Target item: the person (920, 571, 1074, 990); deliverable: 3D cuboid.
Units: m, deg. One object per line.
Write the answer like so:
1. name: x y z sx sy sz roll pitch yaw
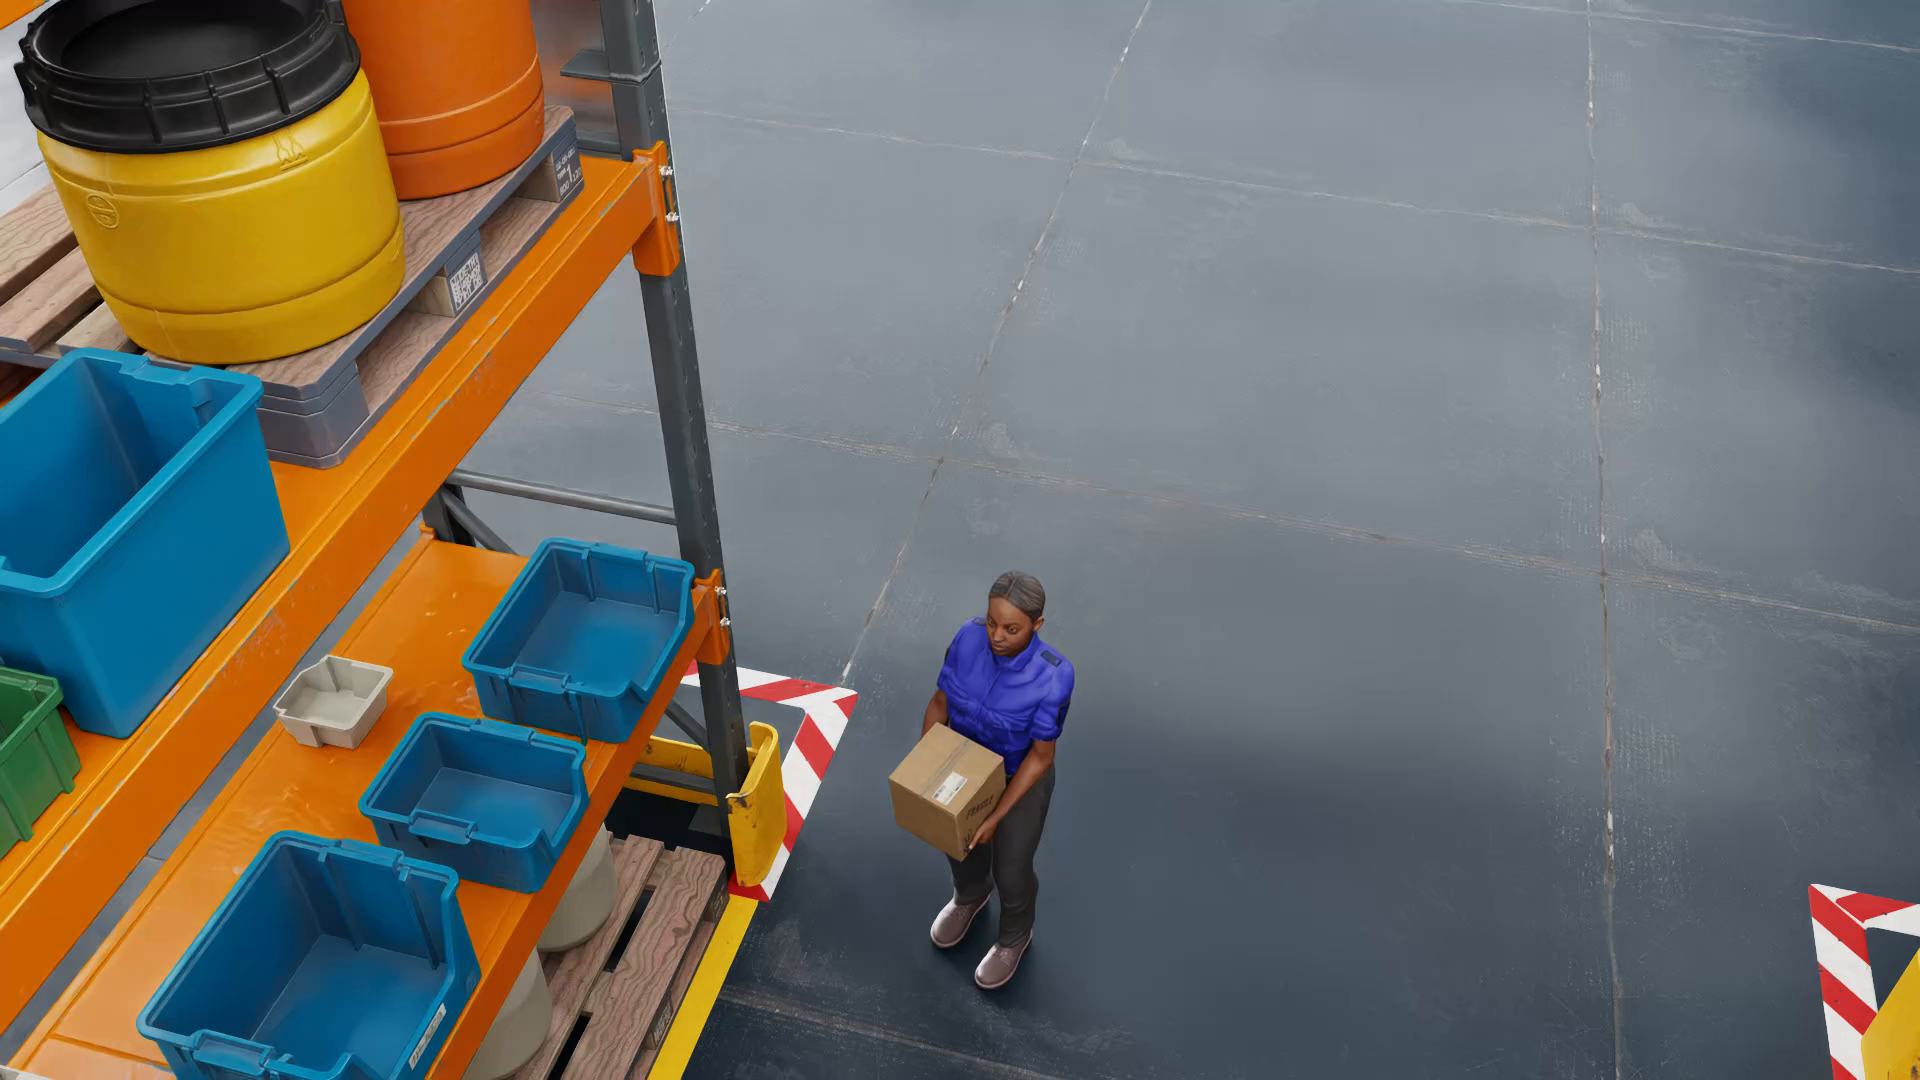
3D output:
1. person: 0.070 0.796 5.262 0.451 1.651 0.515 25 47 26
